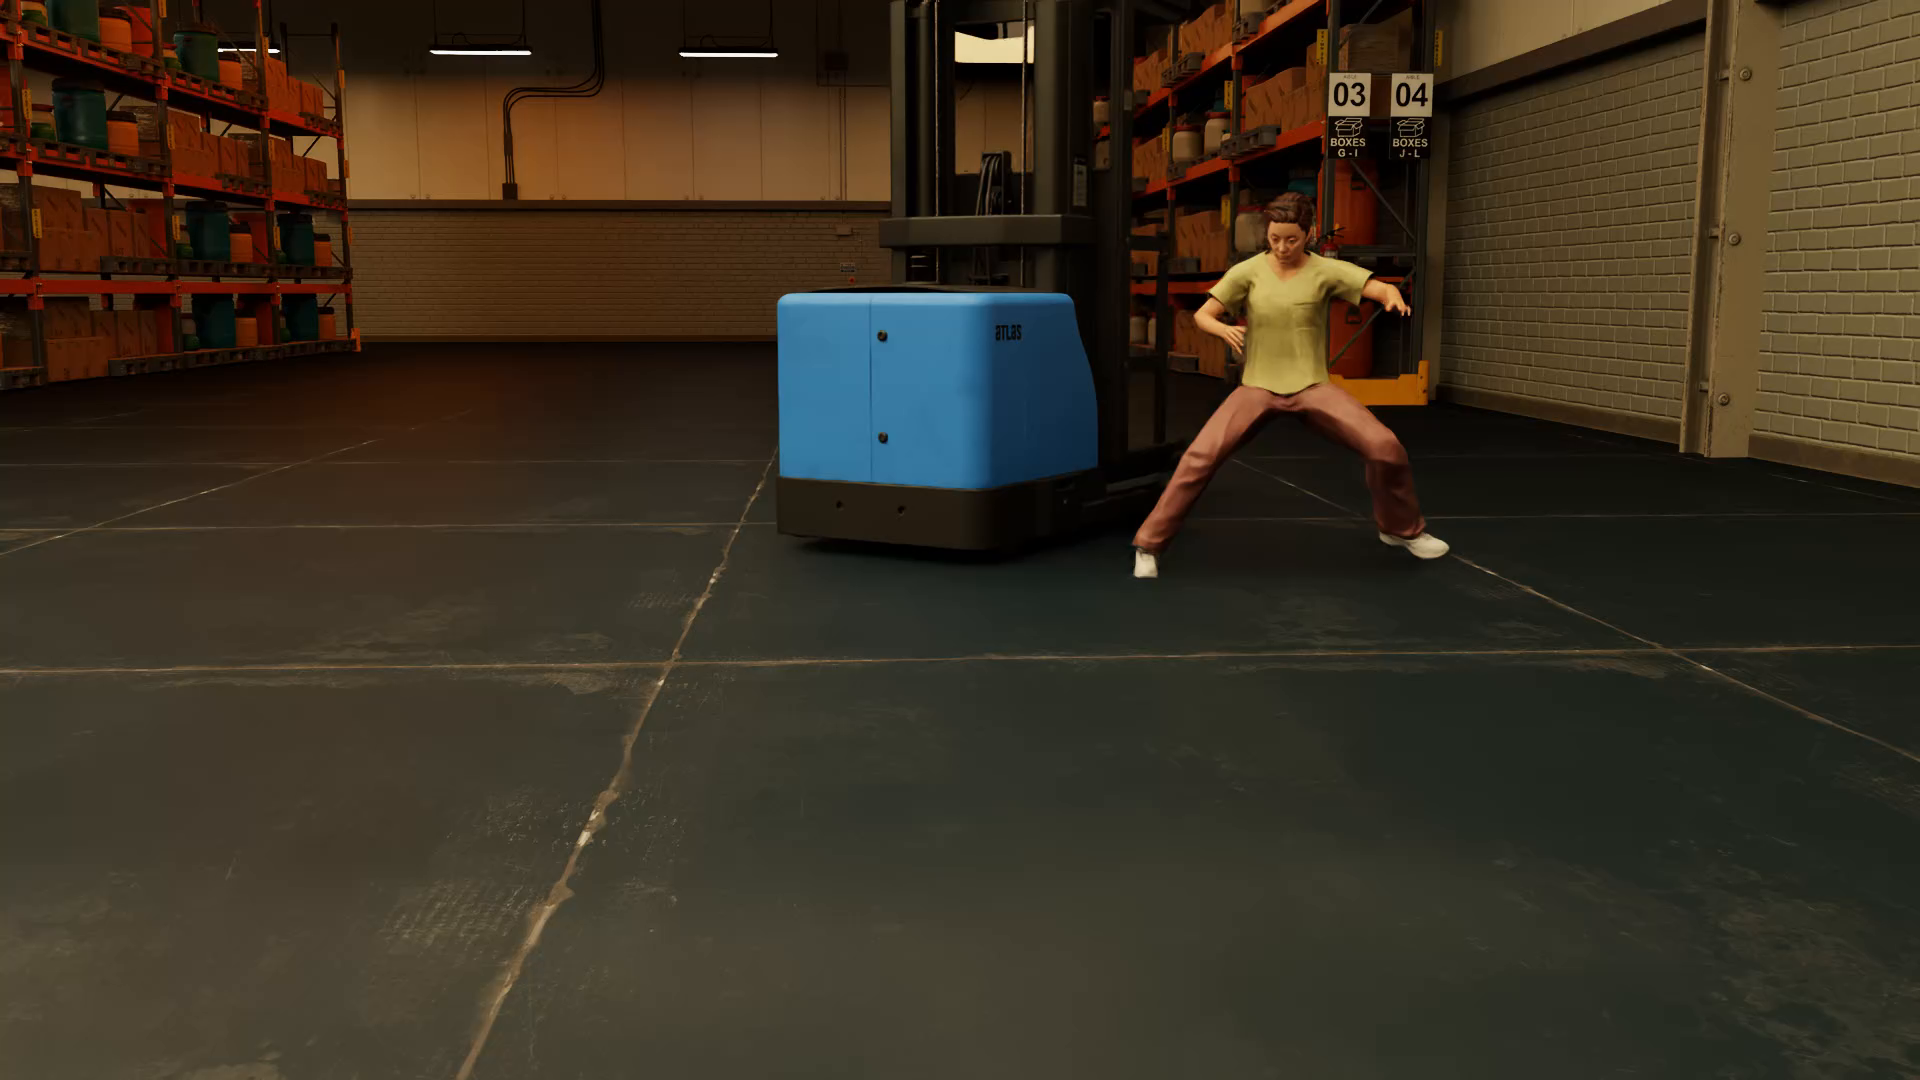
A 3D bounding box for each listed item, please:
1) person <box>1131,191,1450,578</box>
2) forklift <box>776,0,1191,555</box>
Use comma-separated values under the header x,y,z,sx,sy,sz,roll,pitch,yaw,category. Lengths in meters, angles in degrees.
x,y,z,sx,sy,sz,roll,pitch,yaw,category
1.294,-0.599,6.421,1.222,1.474,0.679,2,9,13,person
0.401,-1.563,7.858,1.130,2.935,3.031,5,10,30,forklift
